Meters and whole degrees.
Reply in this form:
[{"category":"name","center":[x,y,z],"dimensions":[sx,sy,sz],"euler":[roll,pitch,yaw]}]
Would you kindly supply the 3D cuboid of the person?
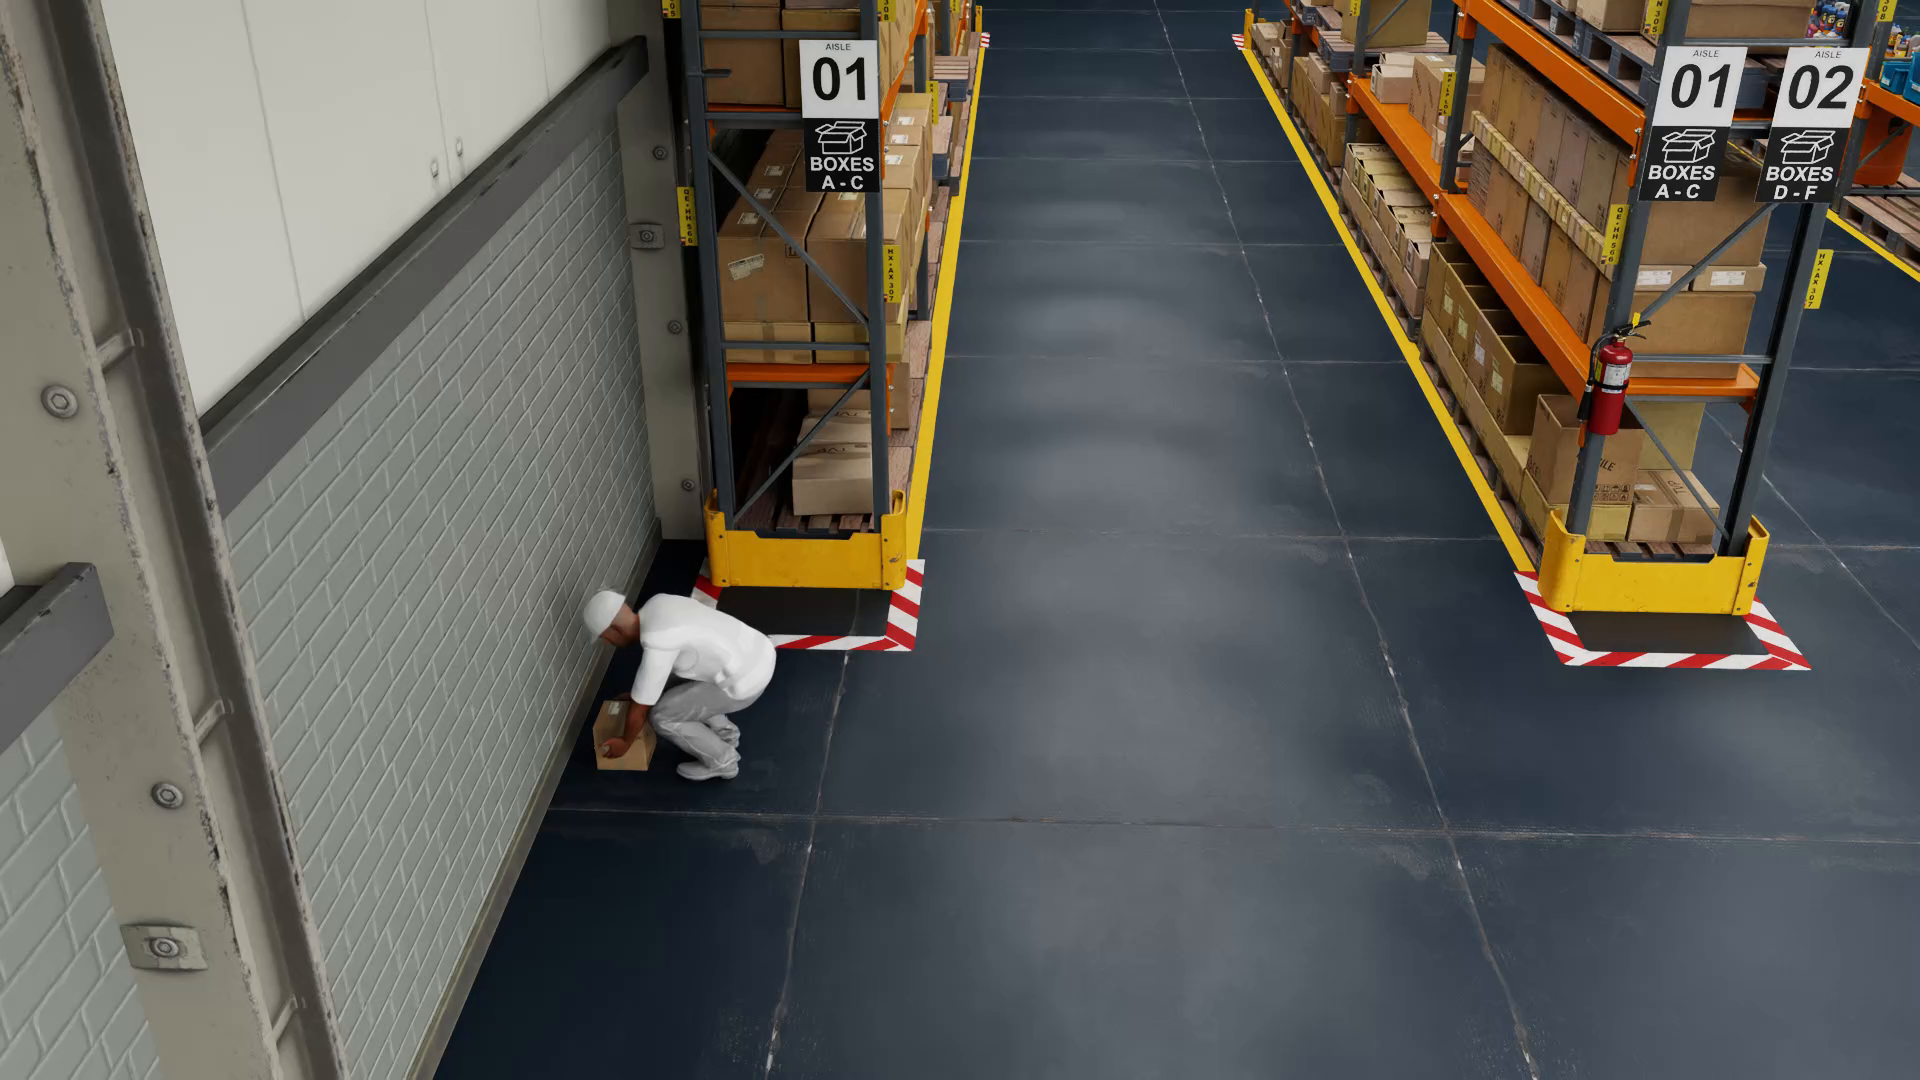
[{"category":"person","center":[-1.352,0.684,8.130],"dimensions":[0.890,0.995,0.585],"euler":[1,28,2]}]
